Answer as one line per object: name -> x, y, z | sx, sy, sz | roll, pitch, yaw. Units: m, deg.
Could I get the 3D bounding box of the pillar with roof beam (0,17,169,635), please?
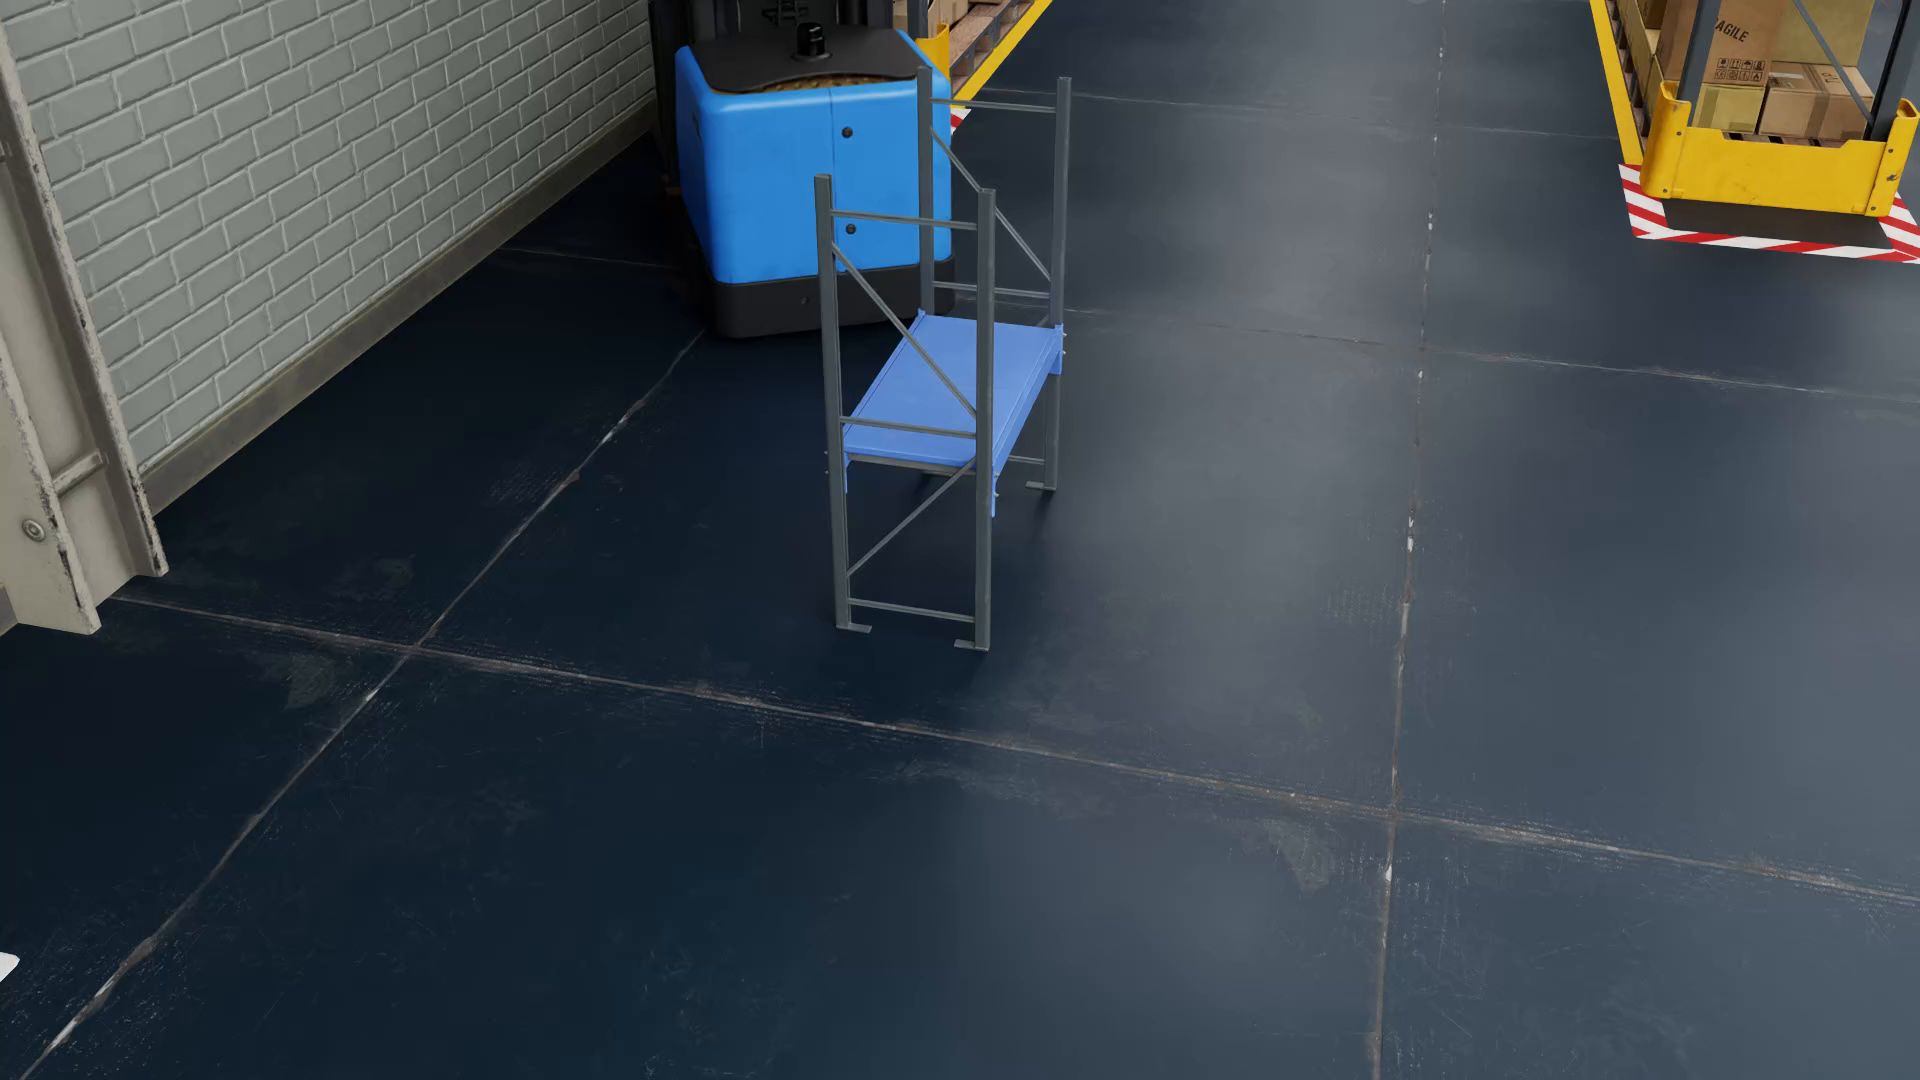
pillar with roof beam -> 1.307, -3.034, 2.135 | 9.100, 9.000, 0.400 | 8, 33, 12

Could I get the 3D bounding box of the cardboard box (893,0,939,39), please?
cardboard box -> -0.413, -3.119, 9.956 | 0.500, 0.311, 0.500 | 4, 33, 7

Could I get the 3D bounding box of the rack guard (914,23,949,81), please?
rack guard -> -0.656, -2.706, 9.540 | 1.175, 0.500, 0.348 | 8, 33, 12

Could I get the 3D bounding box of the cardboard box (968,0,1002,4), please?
cardboard box -> -0.033, -3.868, 10.959 | 0.700, 0.500, 0.500 | 6, 33, 9

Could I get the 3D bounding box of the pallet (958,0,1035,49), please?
pallet -> -0.104, -3.632, 11.266 | 1.003, 0.211, 1.213 | 8, 33, 12

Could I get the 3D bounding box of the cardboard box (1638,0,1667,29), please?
cardboard box -> 4.205, -3.222, 9.494 | 0.500, 0.500, 0.500 | 8, 33, 12

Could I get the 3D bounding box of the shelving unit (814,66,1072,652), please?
shelving unit -> -0.022, -0.589, 5.278 | 0.538, 1.500, 1.048 | 8, 33, 12

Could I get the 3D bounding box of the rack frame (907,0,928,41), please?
rack frame -> -0.675, -3.721, 8.807 | 1.000, 3.000, 0.127 | 8, 33, 12

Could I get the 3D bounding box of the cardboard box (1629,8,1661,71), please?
cardboard box -> 4.208, -2.905, 9.695 | 0.500, 0.250, 0.500 | 8, 33, 12

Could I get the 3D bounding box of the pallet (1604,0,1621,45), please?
pallet -> 4.890, -3.541, 11.122 | 1.003, 0.211, 1.213 | 8, 33, 12

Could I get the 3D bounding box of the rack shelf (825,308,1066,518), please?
rack shelf -> -0.022, -0.437, 5.374 | 0.538, 0.185, 1.000 | 8, 33, 12

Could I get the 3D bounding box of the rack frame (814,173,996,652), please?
rack frame -> -0.151, -0.325, 4.863 | 0.500, 1.500, 0.032 | 8, 33, 12

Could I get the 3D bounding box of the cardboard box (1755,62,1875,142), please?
cardboard box -> 4.468, -2.313, 8.764 | 0.500, 0.250, 0.500 | 8, 33, 12

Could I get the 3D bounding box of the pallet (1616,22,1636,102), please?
pallet -> 4.582, -2.905, 10.123 | 1.003, 0.211, 1.213 | 8, 33, 12

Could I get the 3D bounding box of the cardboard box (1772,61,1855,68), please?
cardboard box -> 4.592, -2.573, 9.173 | 0.500, 0.250, 0.500 | 8, 33, 12

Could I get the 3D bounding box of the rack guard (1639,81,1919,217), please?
rack guard -> 4.111, -1.981, 8.400 | 1.175, 0.500, 0.348 | 8, 33, 12

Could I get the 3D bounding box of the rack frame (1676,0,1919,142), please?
rack frame -> 4.117, -3.048, 7.749 | 1.000, 3.000, 0.127 | 8, 33, 12

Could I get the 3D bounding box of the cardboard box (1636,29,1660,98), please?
cardboard box -> 4.083, -2.645, 9.286 | 0.500, 0.250, 0.500 | 8, 33, 12

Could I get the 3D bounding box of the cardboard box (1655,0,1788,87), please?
cardboard box -> 3.965, -2.701, 8.675 | 0.500, 0.500, 0.500 | 8, 33, 12

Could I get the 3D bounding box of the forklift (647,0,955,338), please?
forklift -> -0.910, -2.863, 7.521 | 1.130, 2.935, 3.031 | -9, 33, -13

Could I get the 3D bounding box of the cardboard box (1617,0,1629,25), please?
cardboard box -> 4.458, -3.424, 10.512 | 0.500, 0.250, 0.500 | 8, 33, 12

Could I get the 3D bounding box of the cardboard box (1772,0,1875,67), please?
cardboard box -> 4.593, -2.890, 8.972 | 0.500, 0.500, 0.500 | 8, 33, 12

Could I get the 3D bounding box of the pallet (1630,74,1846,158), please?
pallet -> 4.271, -2.274, 9.131 | 1.003, 0.211, 1.213 | 8, 33, 12

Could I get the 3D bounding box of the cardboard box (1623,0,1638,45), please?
cardboard box -> 4.337, -3.164, 10.102 | 0.500, 0.250, 0.500 | 8, 33, 12

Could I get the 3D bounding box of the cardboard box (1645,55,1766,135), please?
cardboard box -> 3.967, -2.384, 8.875 | 0.500, 0.250, 0.500 | 8, 33, 12

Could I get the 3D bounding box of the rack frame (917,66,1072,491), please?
rack frame -> 0.107, -0.852, 5.693 | 0.500, 1.500, 0.032 | 8, 33, 12

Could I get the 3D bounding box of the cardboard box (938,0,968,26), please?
cardboard box -> -0.268, -3.415, 10.421 | 0.500, 0.311, 0.500 | 11, 34, 16

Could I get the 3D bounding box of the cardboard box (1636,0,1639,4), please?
cardboard box -> 4.333, -3.481, 9.902 | 0.500, 0.500, 0.500 | 8, 33, 12

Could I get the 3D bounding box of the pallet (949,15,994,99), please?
pallet -> -0.416, -3.000, 10.273 | 1.003, 0.211, 1.213 | 8, 33, 12
